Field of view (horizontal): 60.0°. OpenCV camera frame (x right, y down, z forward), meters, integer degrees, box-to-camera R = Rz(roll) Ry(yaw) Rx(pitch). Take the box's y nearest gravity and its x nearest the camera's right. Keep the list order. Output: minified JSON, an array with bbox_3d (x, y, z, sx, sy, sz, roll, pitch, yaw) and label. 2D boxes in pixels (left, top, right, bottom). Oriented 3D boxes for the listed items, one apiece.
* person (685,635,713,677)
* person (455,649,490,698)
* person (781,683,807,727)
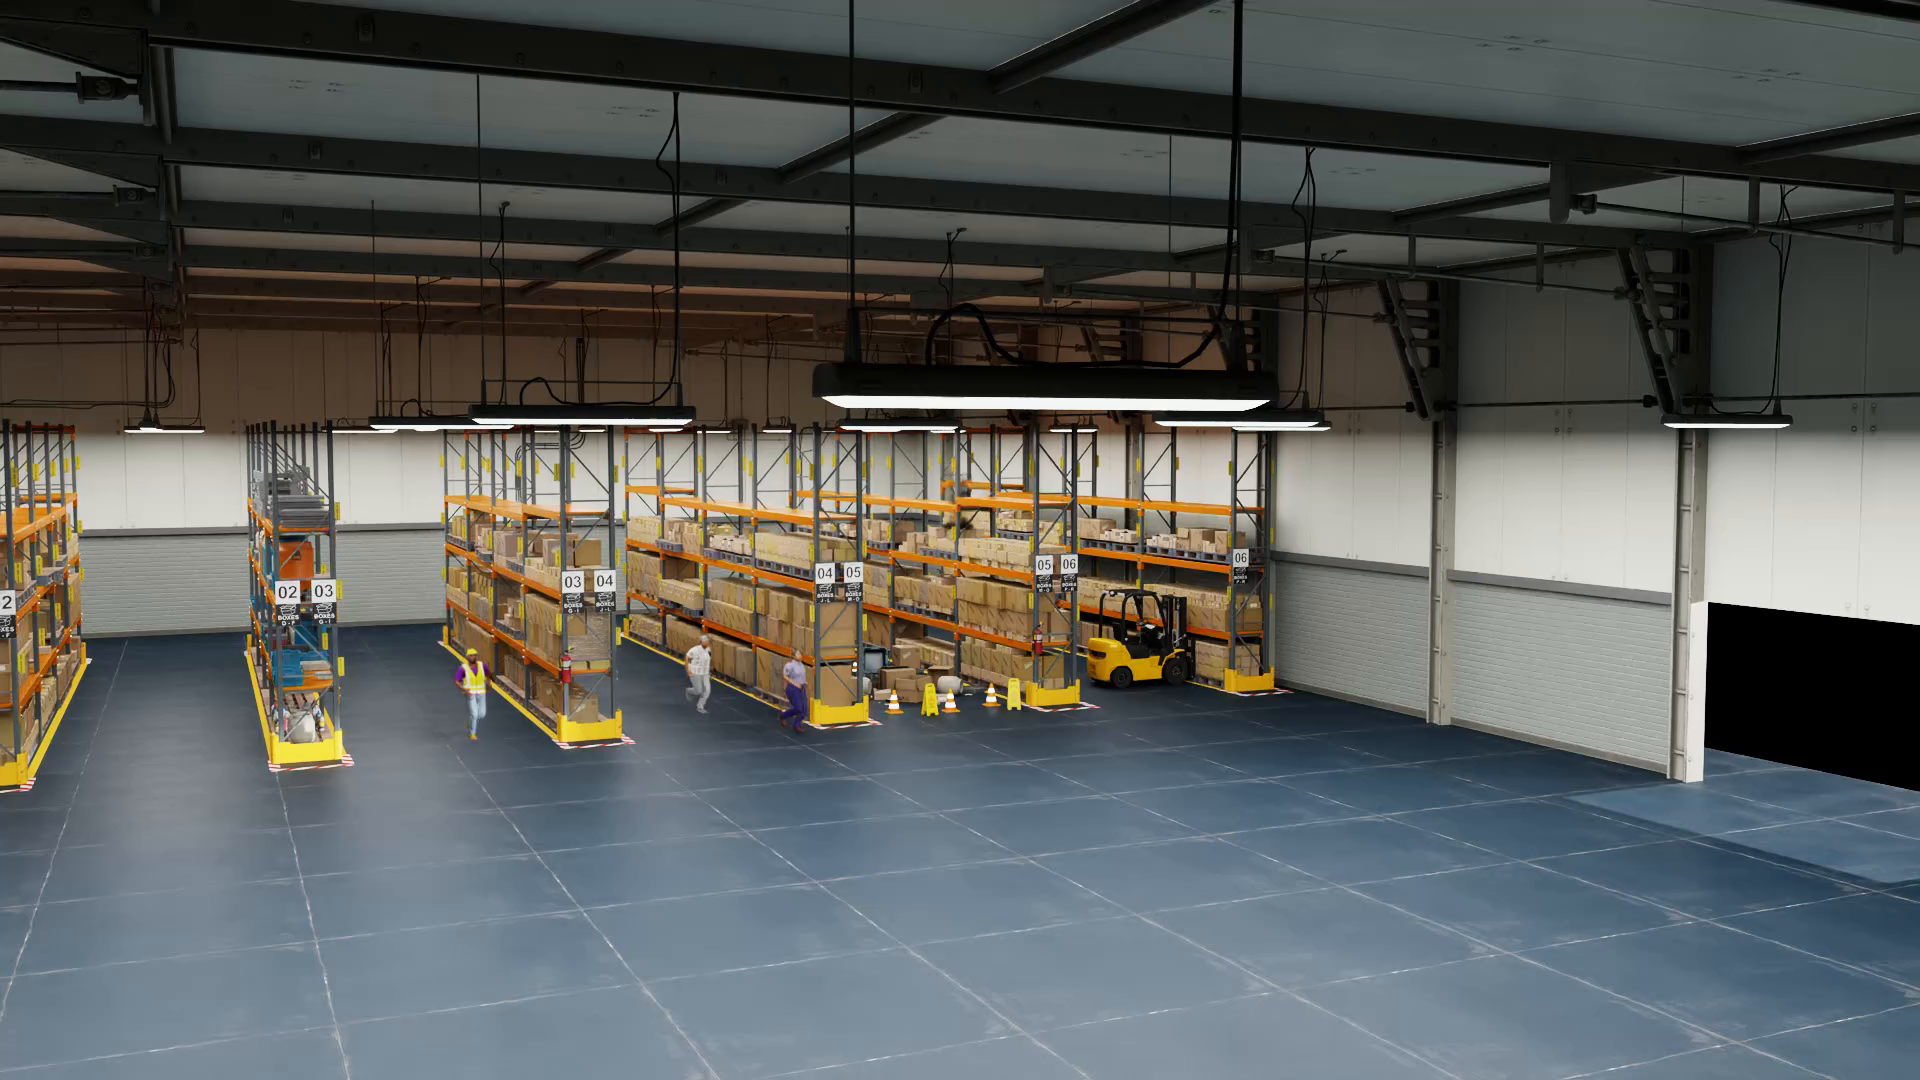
[{"bbox_3d":[-5.346,2.402,34.420,0.446,0.859,0.638,4,5,44],"label":"person"},{"bbox_3d":[-9.138,2.507,31.317,0.713,0.930,0.485,-3,4,-36],"label":"person"},{"bbox_3d":[-3.195,3.188,32.246,0.489,0.904,0.414,2,4,32],"label":"person"}]
